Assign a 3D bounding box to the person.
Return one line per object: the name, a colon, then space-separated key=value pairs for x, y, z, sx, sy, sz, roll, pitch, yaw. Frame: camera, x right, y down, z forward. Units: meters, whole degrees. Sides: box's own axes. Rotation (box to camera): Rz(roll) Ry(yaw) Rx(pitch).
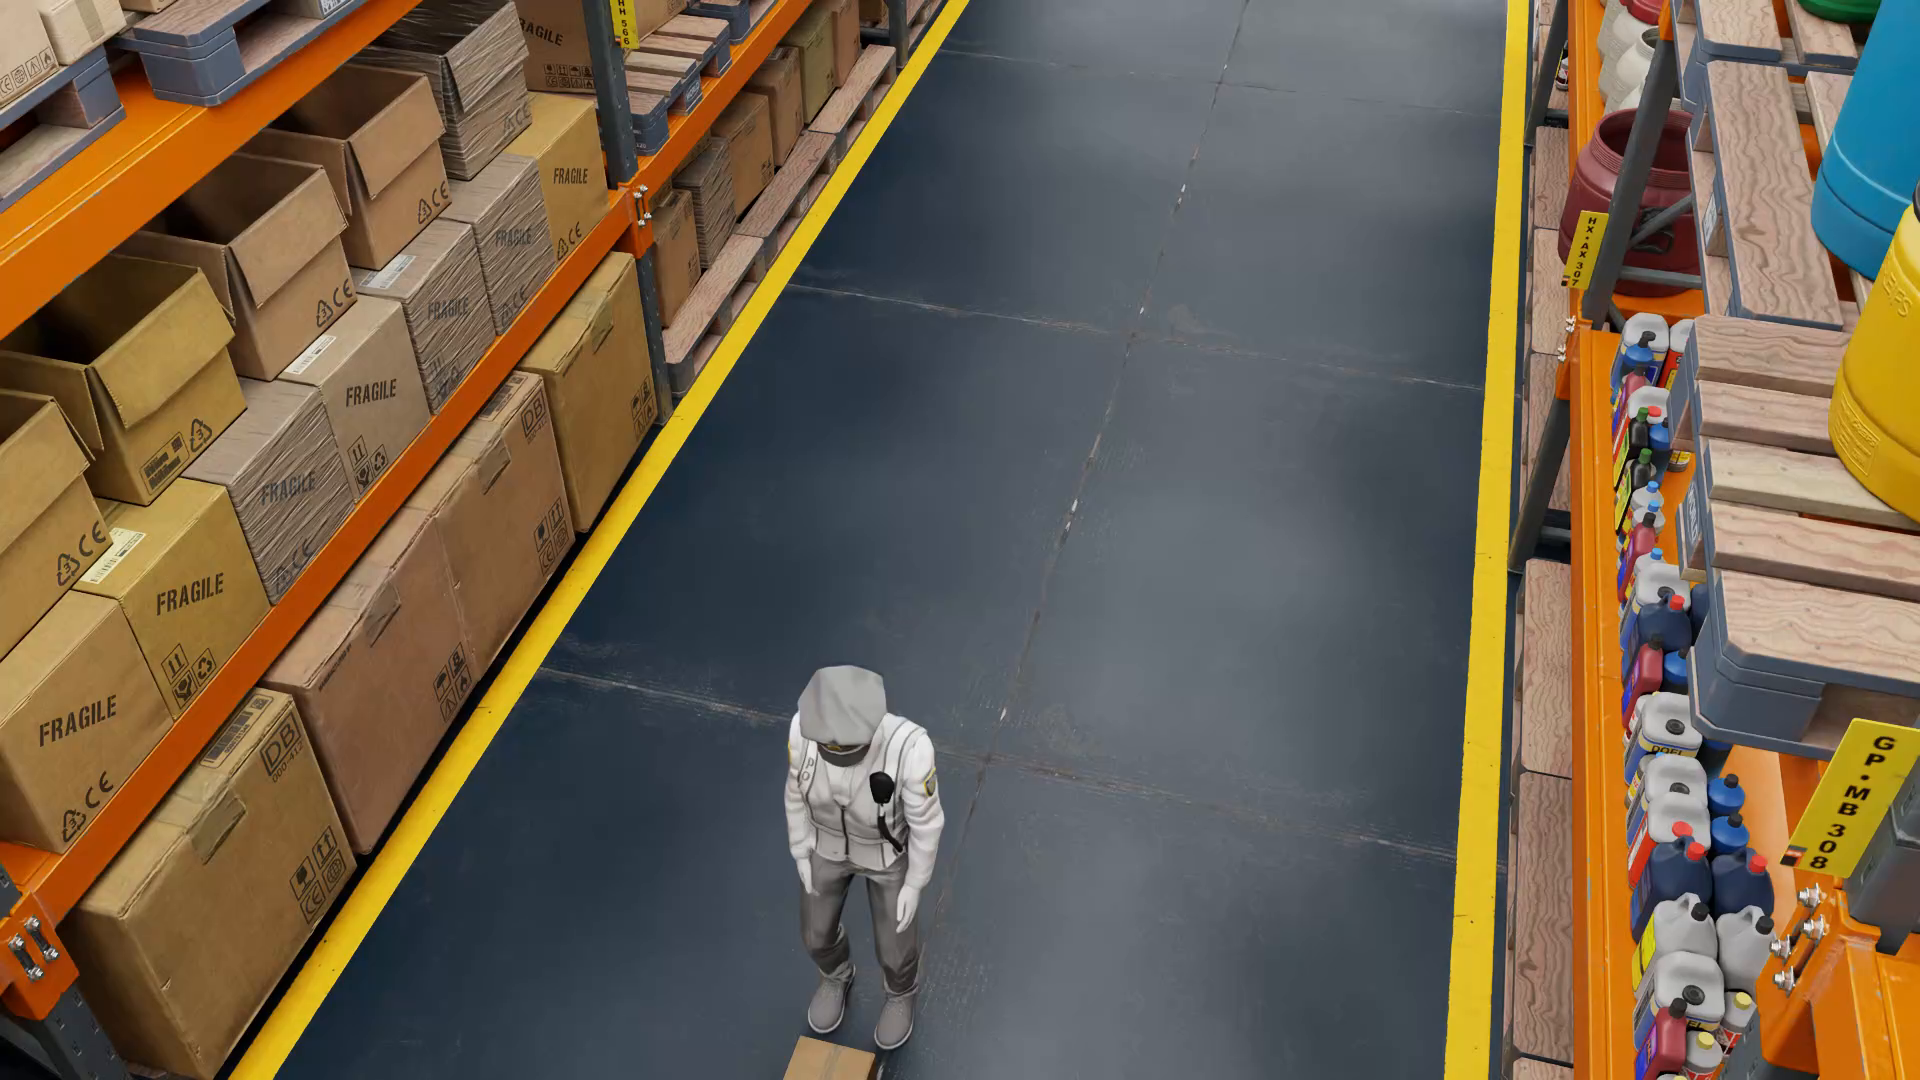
person: x=-0.293 y=0.973 z=5.081 sx=0.496 sy=1.635 sz=0.428 roll=11 pitch=42 yaw=12
